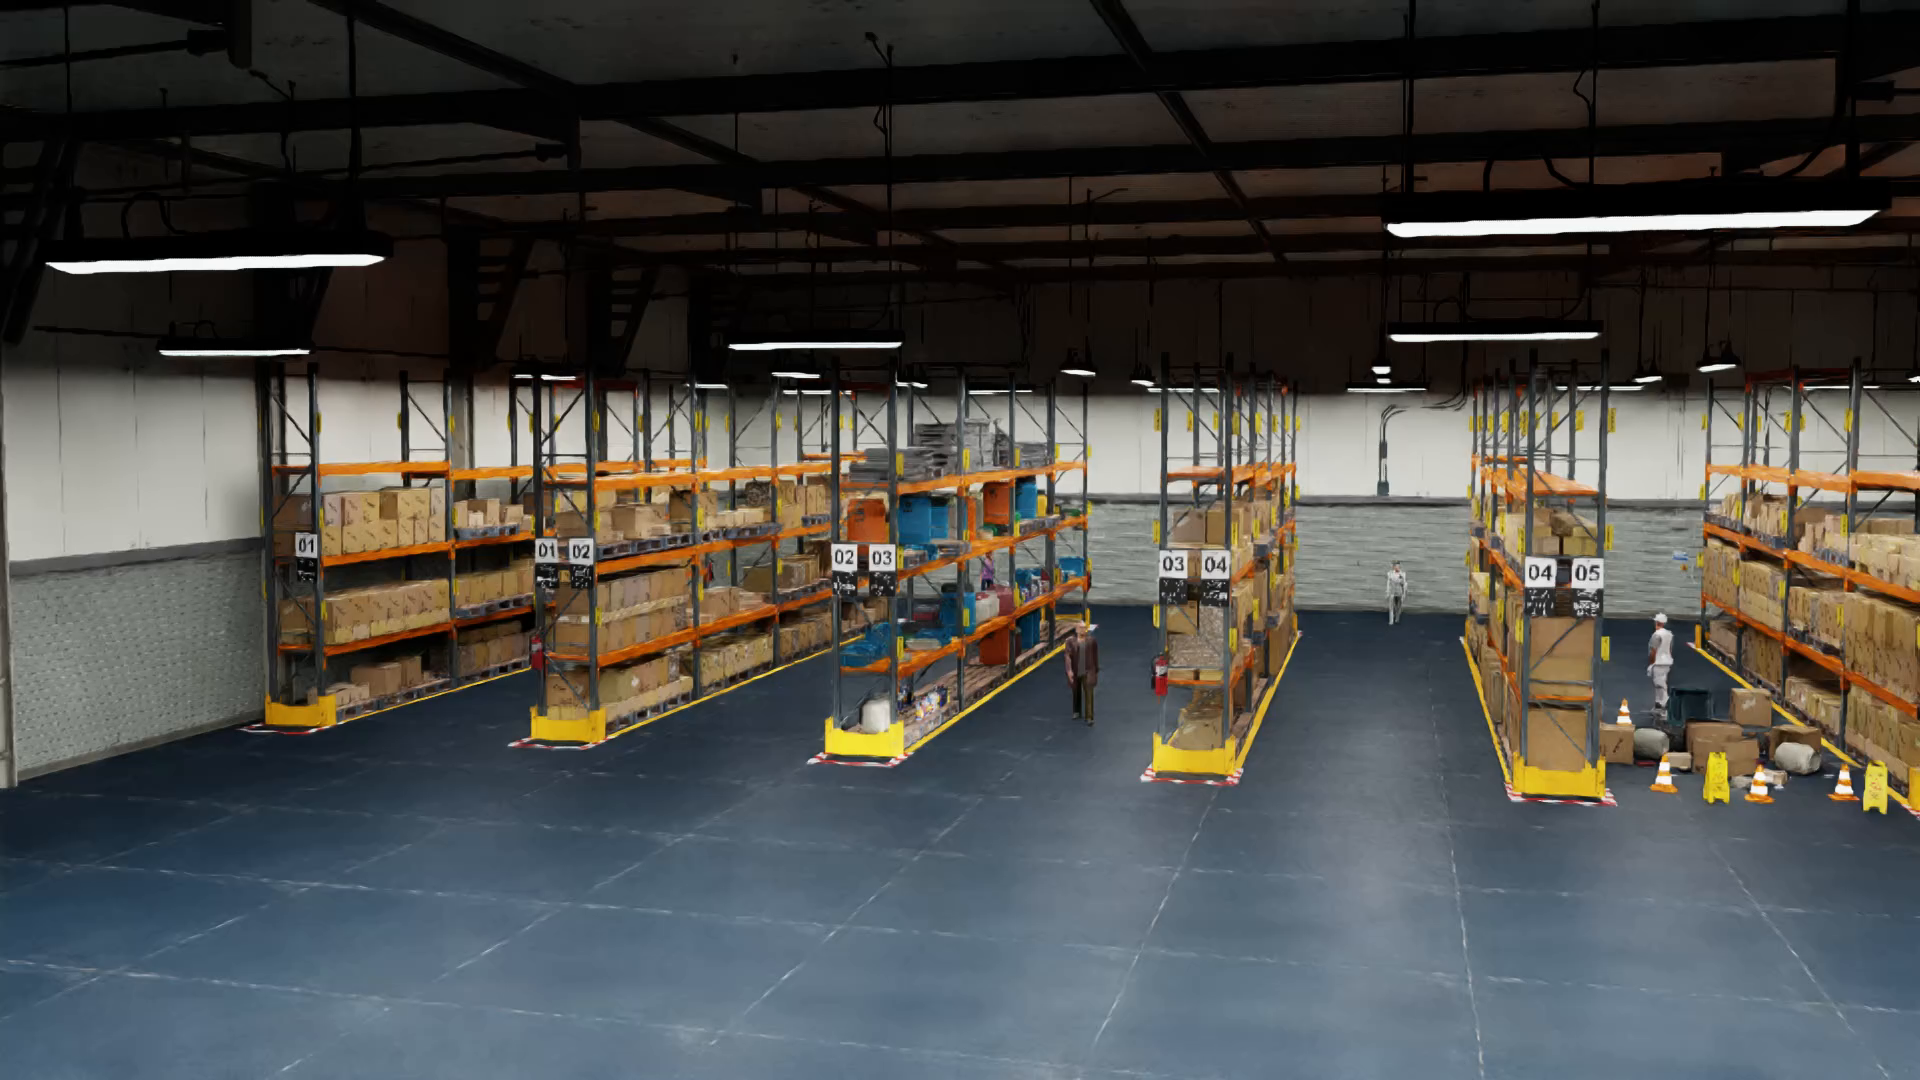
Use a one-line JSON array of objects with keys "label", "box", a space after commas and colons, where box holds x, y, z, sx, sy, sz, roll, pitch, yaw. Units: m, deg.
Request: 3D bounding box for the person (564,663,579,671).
[{"label": "person", "box": [-6.913, 2.096, 30.003, 0.625, 1.611, 0.582, 1, 4, 12]}]

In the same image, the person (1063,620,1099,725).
[{"label": "person", "box": [2.005, 2.186, 27.614, 0.574, 1.715, 1.104, 0, 4, 6]}]

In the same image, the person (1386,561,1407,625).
[{"label": "person", "box": [10.819, 1.293, 41.192, 0.488, 1.587, 1.089, 1, 4, 12]}]

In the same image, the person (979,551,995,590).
[{"label": "person", "box": [0.704, 1.041, 45.113, 0.476, 1.588, 0.498, -2, 4, -23]}]

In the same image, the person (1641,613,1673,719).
[{"label": "person", "box": [11.773, 2.123, 28.055, 0.569, 1.786, 0.653, 4, 6, 45]}]
